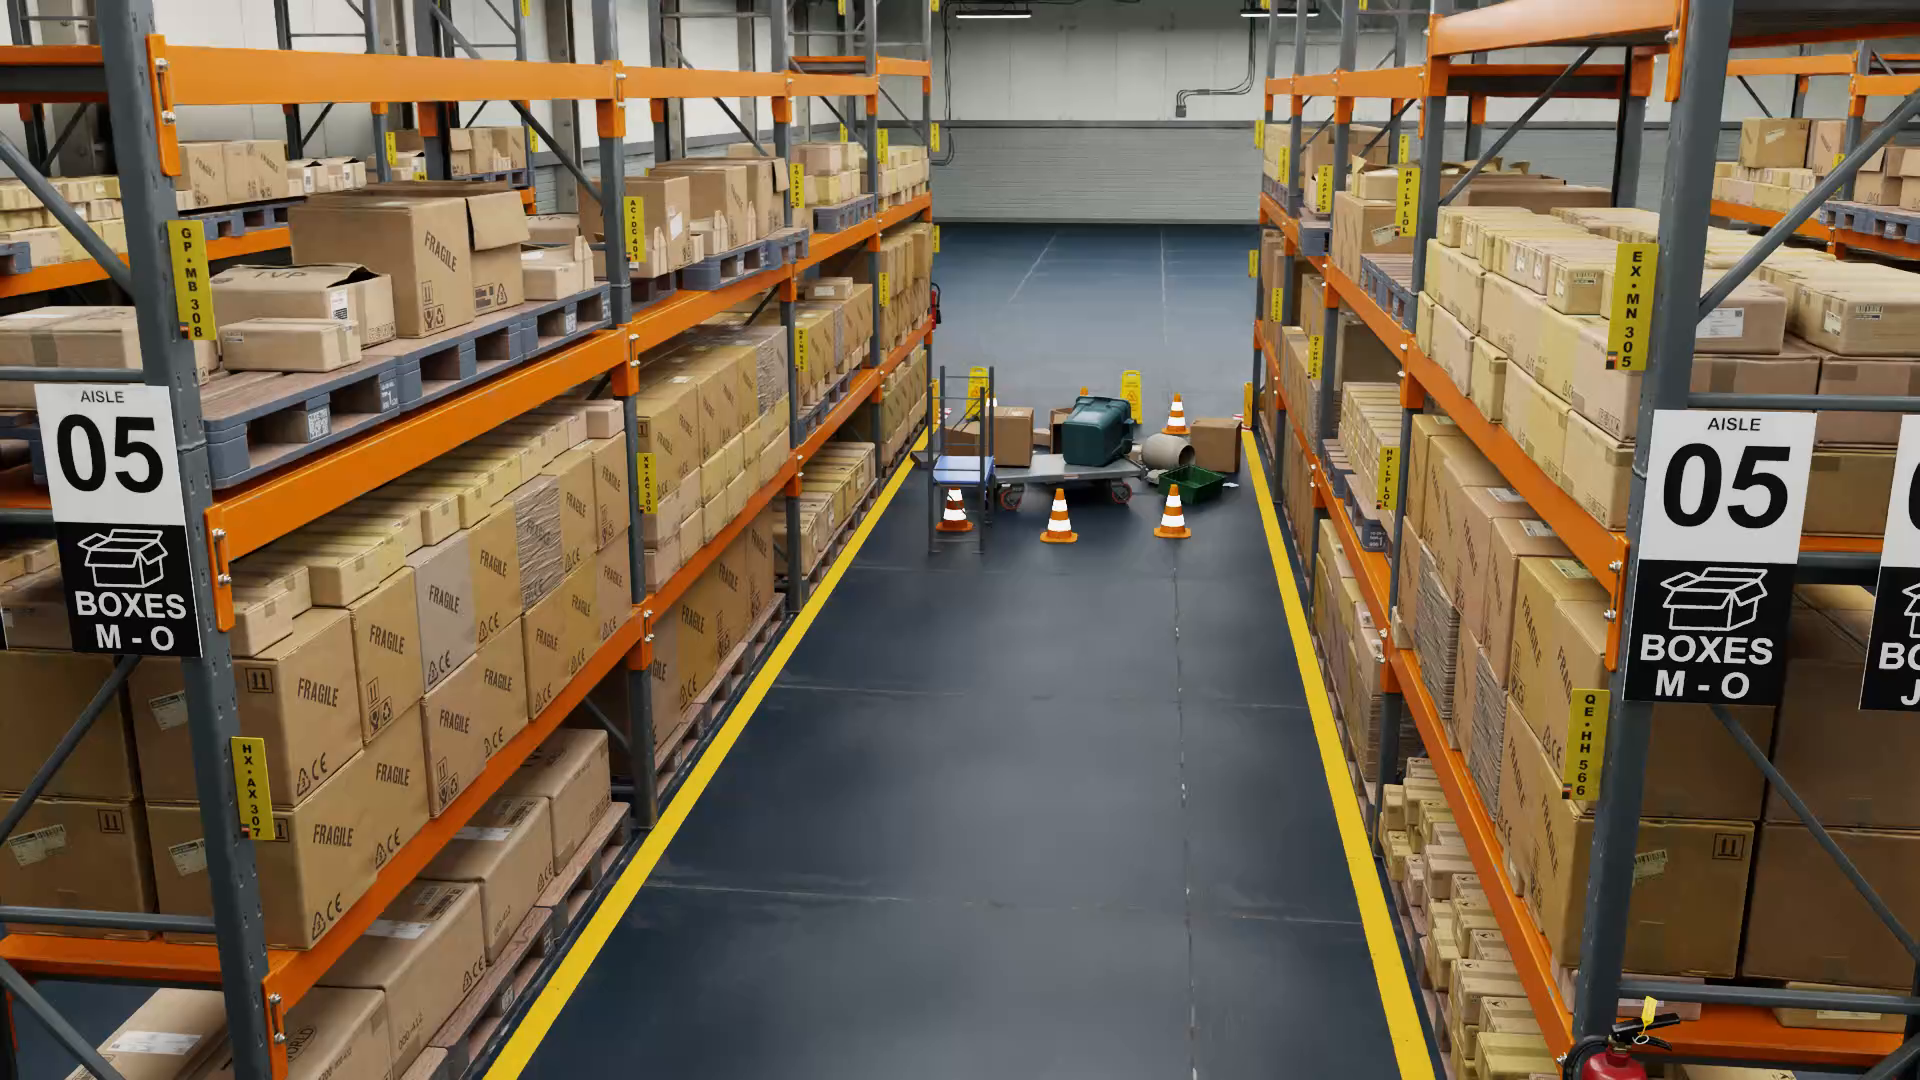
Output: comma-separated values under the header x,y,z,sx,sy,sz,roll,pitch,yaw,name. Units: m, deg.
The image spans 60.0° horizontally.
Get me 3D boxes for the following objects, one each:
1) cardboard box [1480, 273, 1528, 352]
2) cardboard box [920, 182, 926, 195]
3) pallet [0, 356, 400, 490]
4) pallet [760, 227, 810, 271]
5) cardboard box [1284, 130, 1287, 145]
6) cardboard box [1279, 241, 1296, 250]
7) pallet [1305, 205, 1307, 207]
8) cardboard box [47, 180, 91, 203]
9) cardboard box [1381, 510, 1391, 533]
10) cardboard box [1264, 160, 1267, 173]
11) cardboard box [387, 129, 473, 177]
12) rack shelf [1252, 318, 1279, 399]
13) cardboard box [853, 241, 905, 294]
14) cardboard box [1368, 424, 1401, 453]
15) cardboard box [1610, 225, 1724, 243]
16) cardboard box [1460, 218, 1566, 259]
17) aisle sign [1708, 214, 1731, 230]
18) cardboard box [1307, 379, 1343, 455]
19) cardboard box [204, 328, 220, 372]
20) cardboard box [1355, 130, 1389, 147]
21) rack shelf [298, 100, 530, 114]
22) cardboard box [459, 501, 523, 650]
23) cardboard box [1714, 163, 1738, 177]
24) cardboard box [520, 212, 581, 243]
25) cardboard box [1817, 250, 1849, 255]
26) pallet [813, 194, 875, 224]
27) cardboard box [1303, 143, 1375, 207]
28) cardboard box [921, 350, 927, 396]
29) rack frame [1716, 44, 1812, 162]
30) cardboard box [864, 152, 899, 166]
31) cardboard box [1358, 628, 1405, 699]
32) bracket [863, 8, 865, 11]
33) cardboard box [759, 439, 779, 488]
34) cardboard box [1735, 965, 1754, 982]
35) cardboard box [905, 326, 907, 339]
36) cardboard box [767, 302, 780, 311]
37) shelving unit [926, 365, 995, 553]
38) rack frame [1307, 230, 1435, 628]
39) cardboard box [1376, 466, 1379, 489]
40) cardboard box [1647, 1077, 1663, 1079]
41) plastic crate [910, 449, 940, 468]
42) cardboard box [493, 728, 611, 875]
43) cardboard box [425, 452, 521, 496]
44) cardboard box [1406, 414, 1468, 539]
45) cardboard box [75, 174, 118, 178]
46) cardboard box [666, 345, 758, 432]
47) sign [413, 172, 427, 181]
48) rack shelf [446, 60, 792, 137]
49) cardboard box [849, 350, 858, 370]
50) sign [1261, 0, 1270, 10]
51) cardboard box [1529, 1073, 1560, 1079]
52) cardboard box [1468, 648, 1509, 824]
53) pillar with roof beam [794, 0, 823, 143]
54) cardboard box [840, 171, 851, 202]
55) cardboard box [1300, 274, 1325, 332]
x,y,z,sx,sy,sz,roll,pitch,yaw,name
2.259,-0.841,6.195,0.500,0.250,0.500,1,15,4,cardboard box
-0.608,-4.130,19.514,0.380,0.149,0.250,2,15,7,cardboard box
-2.582,-0.418,5.473,1.003,0.211,1.213,2,15,6,pallet
-1.773,-2.083,11.824,1.213,0.211,1.003,2,15,9,pallet
3.381,-3.945,16.306,0.380,0.149,0.250,2,15,6,cardboard box
3.900,-2.921,17.950,0.875,0.550,0.500,2,15,6,cardboard box
3.574,-2.929,14.957,0.805,0.209,1.217,1,15,4,pallet
-6.545,-2.519,12.025,0.380,0.149,0.250,1,15,4,cardboard box
2.661,-0.125,9.644,0.380,0.149,0.250,1,15,3,cardboard box
3.694,-4.283,19.080,0.380,0.149,0.250,2,15,7,cardboard box
-5.910,-4.329,18.572,0.797,0.503,0.637,2,15,8,cardboard box
3.854,-1.984,18.220,1.077,0.370,4.000,2,15,6,rack shelf
-0.957,-2.847,17.354,0.700,0.500,0.500,2,15,7,cardboard box
2.753,-0.625,10.350,0.380,0.149,0.250,1,15,5,cardboard box
2.852,-1.188,6.715,0.380,0.149,0.250,1,15,4,cardboard box
2.341,-1.277,7.044,0.380,0.149,0.250,1,15,5,cardboard box
8.705,-3.958,19.160,0.394,0.787,0.004,2,15,6,aisle sign
2.961,-0.949,12.820,0.500,0.500,0.500,2,15,6,cardboard box
-2.727,-0.628,5.566,0.380,0.149,0.250,1,15,2,cardboard box
4.007,-3.860,15.990,0.380,0.149,0.250,2,15,7,cardboard box
-6.008,-4.952,18.469,1.077,0.370,4.000,2,15,6,rack shelf
-2.162,0.135,6.896,0.500,0.500,0.500,2,15,6,cardboard box
8.610,-4.117,18.507,0.380,0.149,0.250,2,15,7,cardboard box
-2.314,-1.700,9.411,0.500,0.311,0.500,2,15,6,cardboard box
8.377,-2.570,16.330,0.500,0.500,0.500,2,15,6,cardboard box
-1.477,-3.133,15.703,1.213,0.211,1.003,2,15,6,pallet
3.095,-2.982,13.597,0.500,0.500,0.500,2,15,6,cardboard box
-0.682,-1.992,19.897,0.500,0.500,0.500,2,15,7,cardboard box
8.996,-5.574,18.625,1.000,3.000,0.127,2,15,6,rack frame
-0.849,-4.056,17.709,0.380,0.149,0.250,1,15,5,cardboard box
2.558,0.703,9.450,0.500,0.250,0.500,1,15,5,cardboard box
-2.771,-15.934,50.043,0.076,0.066,3.189,2,15,6,bracket
-1.594,-0.551,11.828,0.500,0.250,0.500,2,15,7,cardboard box
2.624,1.279,5.255,0.380,0.149,0.250,2,15,8,cardboard box
-0.793,-2.281,18.421,0.380,0.149,0.250,2,15,6,cardboard box
-1.812,-1.823,14.678,0.500,0.500,0.500,1,15,4,cardboard box
0.017,-0.751,15.127,0.538,1.500,1.048,1,16,5,shelving unit
3.177,-0.776,12.372,1.000,3.000,0.127,2,15,6,rack frame
2.691,-0.343,9.880,0.380,0.149,0.250,1,15,3,cardboard box
2.615,2.065,5.952,0.380,0.149,0.250,2,15,7,cardboard box
-0.310,-0.906,18.448,0.402,0.080,0.583,-4,16,-13,plastic crate
-2.382,1.336,8.666,0.875,0.438,0.875,1,15,5,cardboard box
-2.130,-0.283,7.200,0.380,0.149,0.250,1,15,5,cardboard box
2.432,-0.303,7.946,0.500,0.500,0.500,2,15,8,cardboard box
-6.858,-2.862,13.634,0.500,0.250,0.500,2,15,6,cardboard box
-1.664,-1.022,11.177,0.500,0.500,0.500,2,15,6,cardboard box
-2.745,-1.721,8.527,0.100,0.325,0.005,2,15,6,sign
-1.979,-2.732,10.259,1.077,0.370,4.000,2,15,6,rack shelf
-1.151,-1.670,15.358,0.380,0.149,0.250,2,15,7,cardboard box
3.529,-6.292,19.186,0.100,0.325,0.005,2,15,6,sign
2.167,1.977,5.708,0.380,0.149,0.250,2,15,7,cardboard box
2.180,0.718,6.086,0.500,0.500,0.500,2,15,6,cardboard box
0.229,-11.955,42.223,9.100,9.000,0.548,2,15,6,pillar with roof beam
-1.286,-3.224,15.163,0.500,0.250,0.500,2,15,7,cardboard box
3.578,-2.215,15.588,0.700,0.500,0.500,1,15,5,cardboard box
